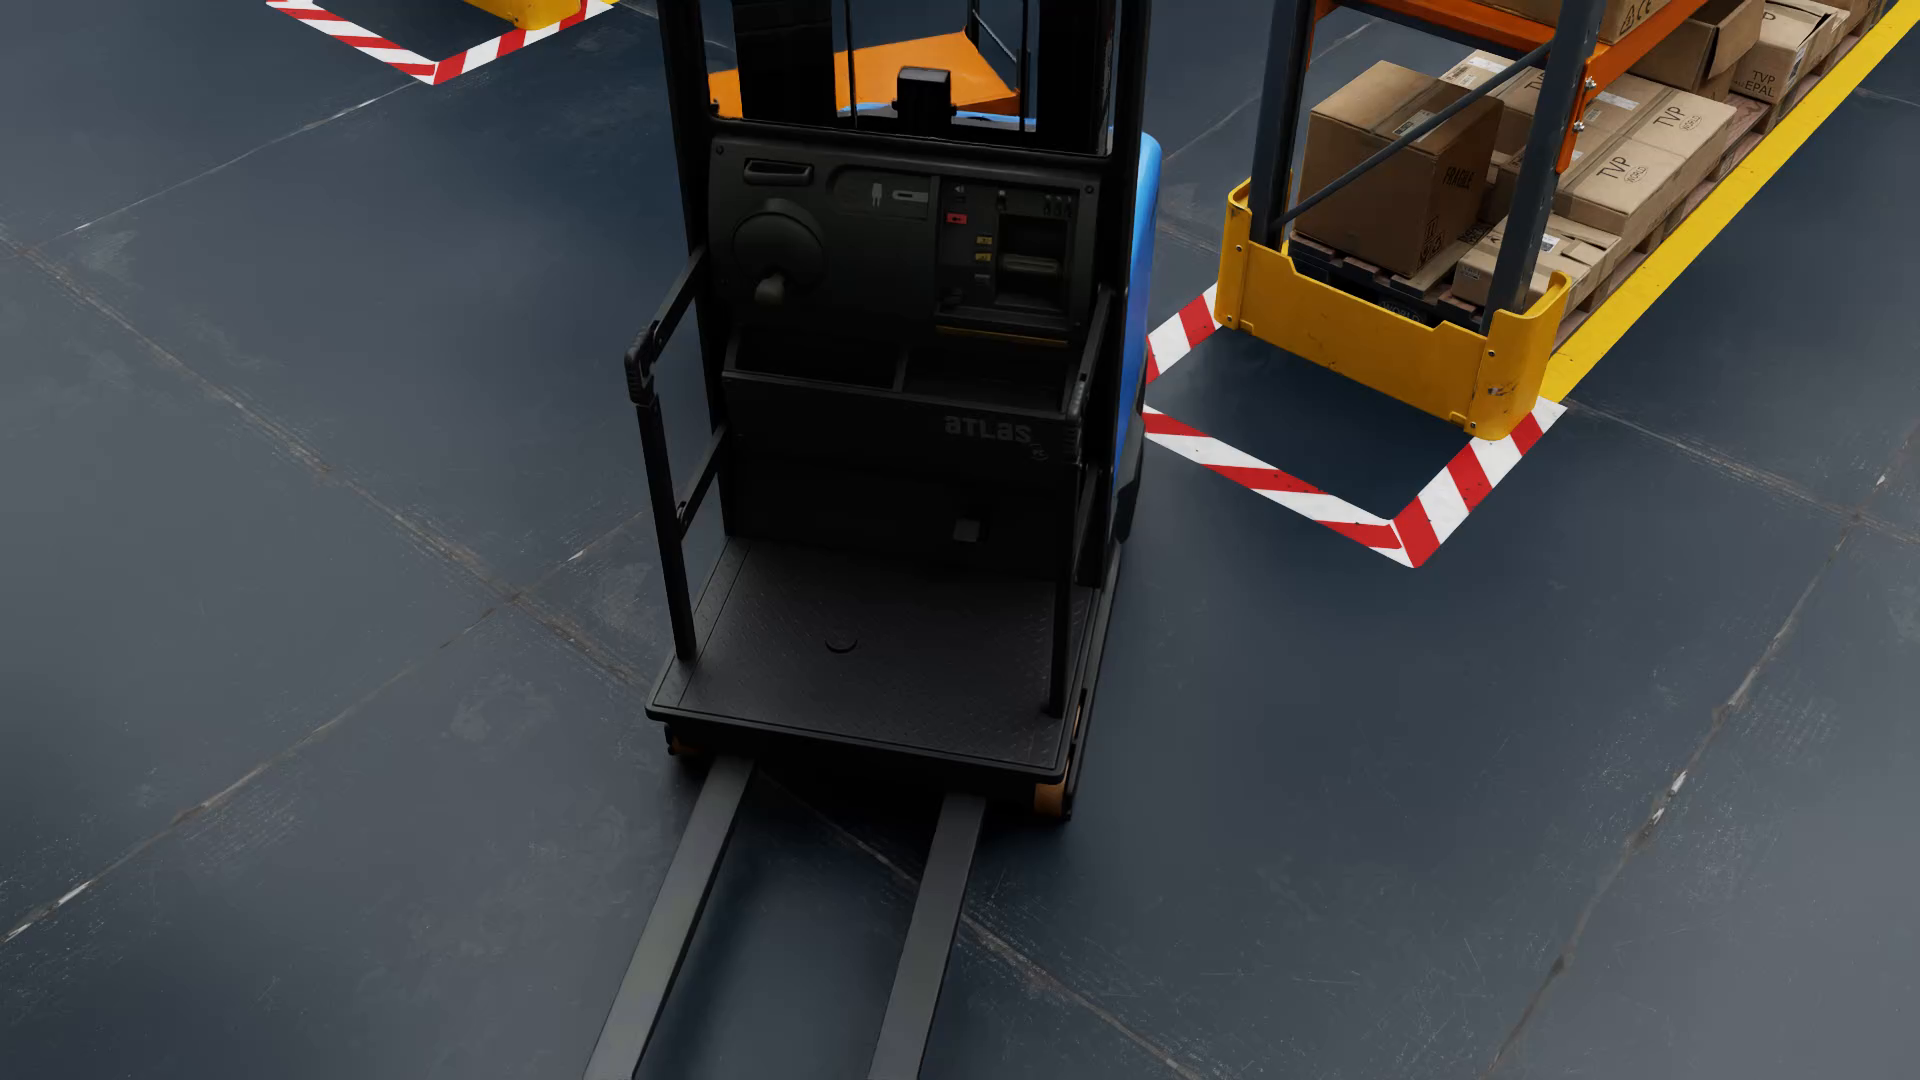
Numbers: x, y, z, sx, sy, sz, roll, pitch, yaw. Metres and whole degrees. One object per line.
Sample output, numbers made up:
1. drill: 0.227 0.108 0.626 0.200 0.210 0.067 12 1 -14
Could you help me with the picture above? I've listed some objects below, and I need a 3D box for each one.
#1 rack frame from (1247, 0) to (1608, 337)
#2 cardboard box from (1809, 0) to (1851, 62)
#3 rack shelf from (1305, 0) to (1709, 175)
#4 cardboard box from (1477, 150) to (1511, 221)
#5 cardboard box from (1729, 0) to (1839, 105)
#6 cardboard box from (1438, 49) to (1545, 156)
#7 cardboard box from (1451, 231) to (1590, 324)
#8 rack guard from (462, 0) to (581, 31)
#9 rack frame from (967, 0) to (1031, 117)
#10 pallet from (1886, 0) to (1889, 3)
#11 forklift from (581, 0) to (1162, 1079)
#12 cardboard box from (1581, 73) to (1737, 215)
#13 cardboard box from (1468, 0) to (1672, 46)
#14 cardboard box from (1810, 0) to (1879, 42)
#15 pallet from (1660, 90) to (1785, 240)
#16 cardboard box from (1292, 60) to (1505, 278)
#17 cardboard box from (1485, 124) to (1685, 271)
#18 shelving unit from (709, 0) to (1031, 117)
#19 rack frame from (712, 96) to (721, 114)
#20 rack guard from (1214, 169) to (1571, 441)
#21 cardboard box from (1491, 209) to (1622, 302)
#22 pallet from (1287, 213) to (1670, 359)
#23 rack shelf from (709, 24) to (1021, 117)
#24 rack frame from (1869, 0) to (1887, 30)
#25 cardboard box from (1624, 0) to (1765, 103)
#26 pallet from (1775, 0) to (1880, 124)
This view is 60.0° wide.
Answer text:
1. rack frame: 1.422 -1.729 4.921 1.000 3.000 0.127 29 50 28
2. cardboard box: 3.651 -2.261 7.299 0.380 0.149 0.250 29 50 28
3. rack shelf: 2.709 -2.492 6.296 1.077 0.370 4.000 29 50 28
4. cardboard box: 1.913 -1.399 6.338 0.380 0.166 0.250 29 50 28
5. cardboard box: 3.364 -2.154 7.061 0.500 0.311 0.500 29 50 28
6. cardboard box: 2.217 -1.737 6.647 0.500 0.250 0.500 29 50 28
7. cardboard box: 1.954 -0.903 5.806 0.380 0.149 0.250 29 50 28
8. rack guard: -2.373 -2.932 8.103 1.175 0.500 0.348 29 50 28
9. rack frame: 0.125 -1.300 5.844 0.032 1.125 0.500 -14 44 -15
10. pallet: 4.491 -3.192 8.603 1.003 0.211 1.213 29 50 28
11. forklift: -0.183 -0.626 3.760 1.130 2.935 3.031 8 43 9
12. cardboard box: 2.632 -1.546 6.437 0.500 0.250 0.500 29 50 28
13. cardboard box: 1.909 -1.880 5.013 0.500 0.500 0.500 31 50 29
14. cardboard box: 3.846 -2.610 7.422 0.500 0.500 0.500 29 50 28
15. pallet: 2.768 -1.772 7.042 1.003 0.211 1.213 29 50 28
16. cardboard box: 1.583 -1.353 6.039 0.500 0.500 0.500 29 50 28
17. cardboard box: 2.311 -1.289 6.154 0.500 0.250 0.500 29 50 28
18. shelving unit: -0.352 -1.182 5.714 1.048 1.125 0.538 -14 44 -15
19. rack frame: -0.829 -1.064 5.583 0.032 1.125 0.500 -14 44 -15
20. rack guard: 1.471 -0.843 5.805 1.175 0.500 0.348 29 50 28
21. cardboard box: 2.115 -1.039 5.942 0.380 0.166 0.250 29 50 28
22. pallet: 1.983 -1.147 6.355 1.003 0.211 1.213 29 50 28
23. rack shelf: -0.352 -1.399 5.517 1.000 0.278 0.538 -14 44 -15
24. rack frame: 3.996 -3.788 7.187 1.000 3.000 0.127 29 50 28
25. cardboard box: 2.791 -2.058 6.812 0.797 0.503 0.637 29 50 28
26. pallet: 3.553 -2.403 7.736 1.003 0.211 1.213 29 50 28
